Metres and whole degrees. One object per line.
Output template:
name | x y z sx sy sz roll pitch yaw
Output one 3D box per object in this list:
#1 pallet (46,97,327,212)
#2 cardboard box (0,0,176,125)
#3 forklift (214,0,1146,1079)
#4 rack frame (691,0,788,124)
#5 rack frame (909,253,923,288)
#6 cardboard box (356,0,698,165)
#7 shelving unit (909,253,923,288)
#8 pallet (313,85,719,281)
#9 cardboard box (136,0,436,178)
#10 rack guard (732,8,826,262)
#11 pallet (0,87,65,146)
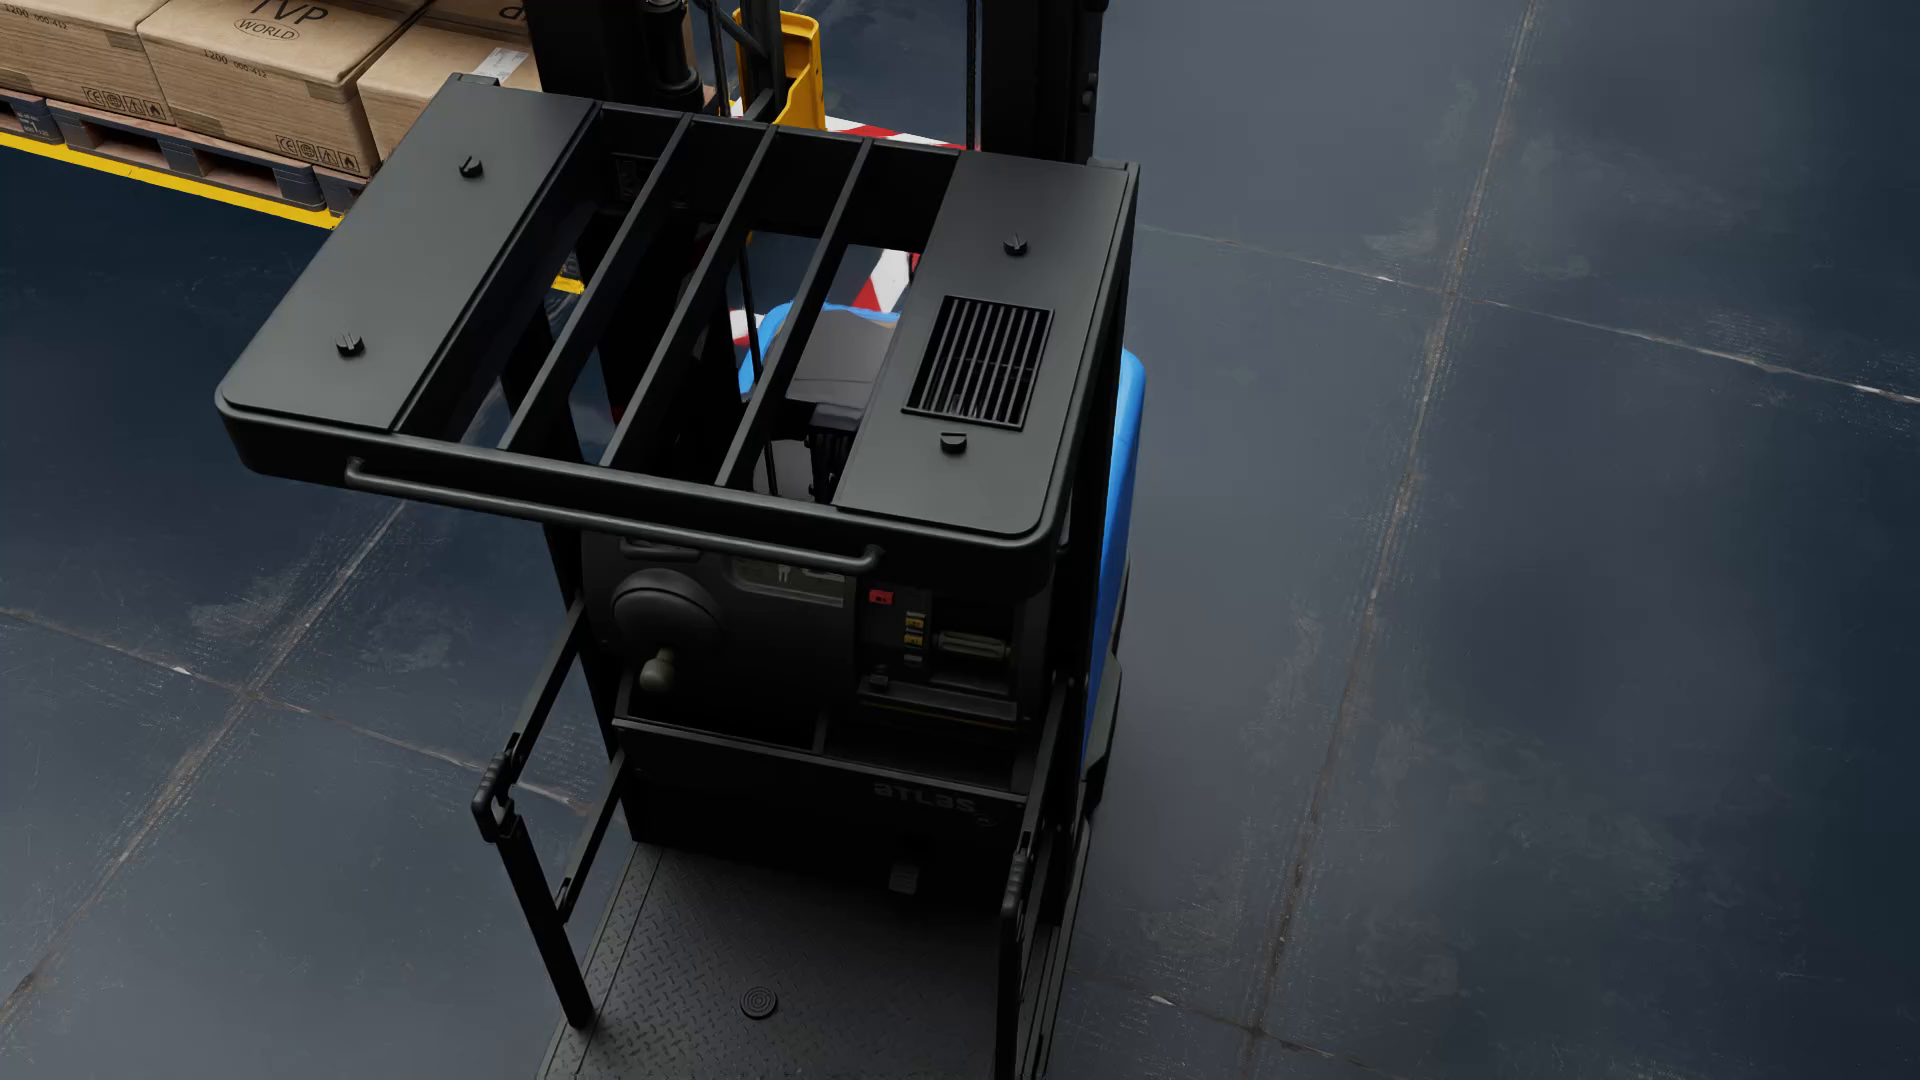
pallet | -2.819 -1.822 6.689 1.213 0.211 1.003 16 51 13
cardboard box | -3.261 -2.132 6.530 0.875 0.438 0.875 14 51 12
forklift | -0.330 0.258 3.087 1.130 2.935 3.031 10 50 8
rack frame | -0.901 -2.260 5.224 0.127 3.000 1.000 16 51 13
rack frame | -0.097 -0.428 4.827 0.006 1.200 0.240 11 50 10
cardboard box | -1.555 -1.661 6.122 0.875 0.438 0.875 14 51 12
shelving unit | -0.009 -0.411 4.812 0.189 1.200 0.258 11 50 10
pallet | -1.678 -1.501 6.411 1.213 0.211 1.003 16 51 13
cardboard box | -2.416 -1.894 6.325 0.875 0.438 0.875 17 51 14
rack guard | -0.879 -1.435 6.163 0.348 0.500 1.175 16 51 13
pallet | -3.967 -2.140 6.965 1.213 0.211 1.003 16 51 13
